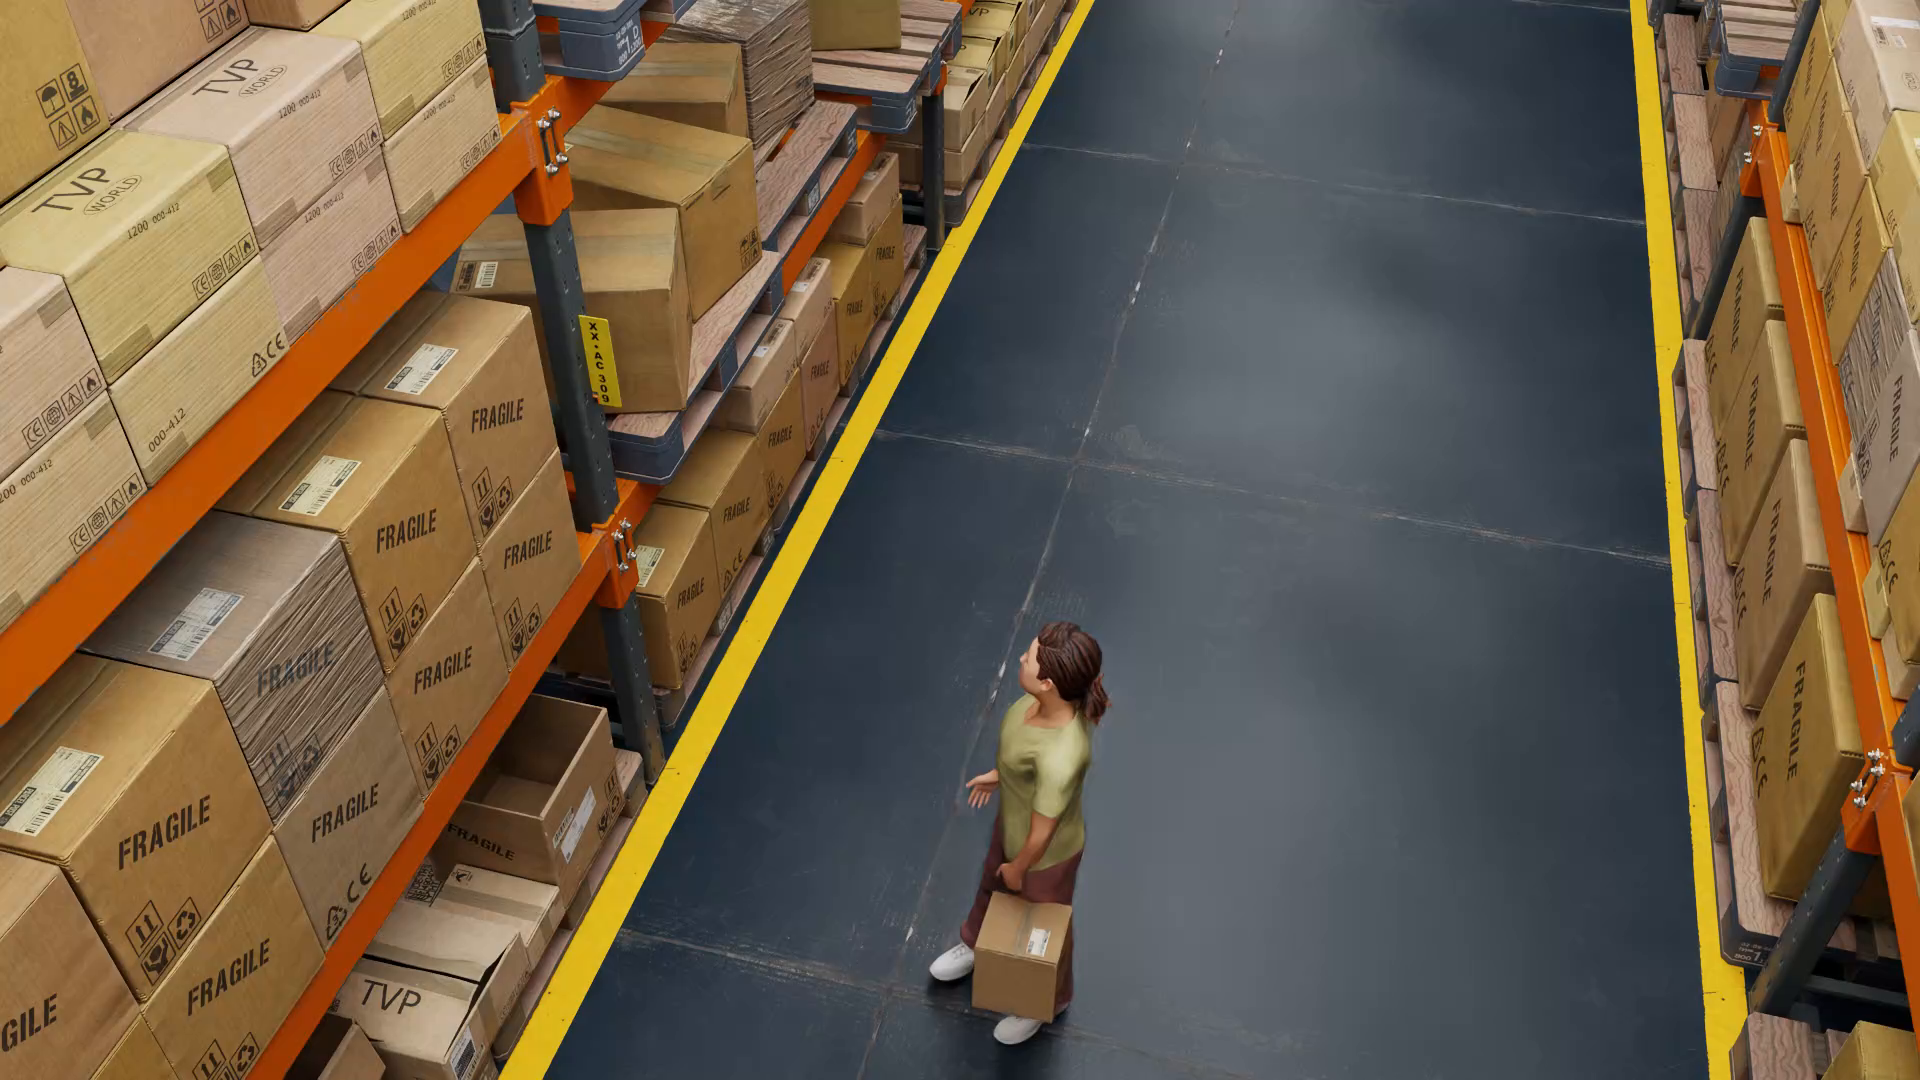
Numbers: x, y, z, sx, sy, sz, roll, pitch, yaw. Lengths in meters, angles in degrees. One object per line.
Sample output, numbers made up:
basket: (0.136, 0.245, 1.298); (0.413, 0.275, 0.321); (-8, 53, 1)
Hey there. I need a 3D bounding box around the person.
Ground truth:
person: (0.167, 0.910, 5.096); (0.540, 1.674, 0.463); (-1, 41, -1)
